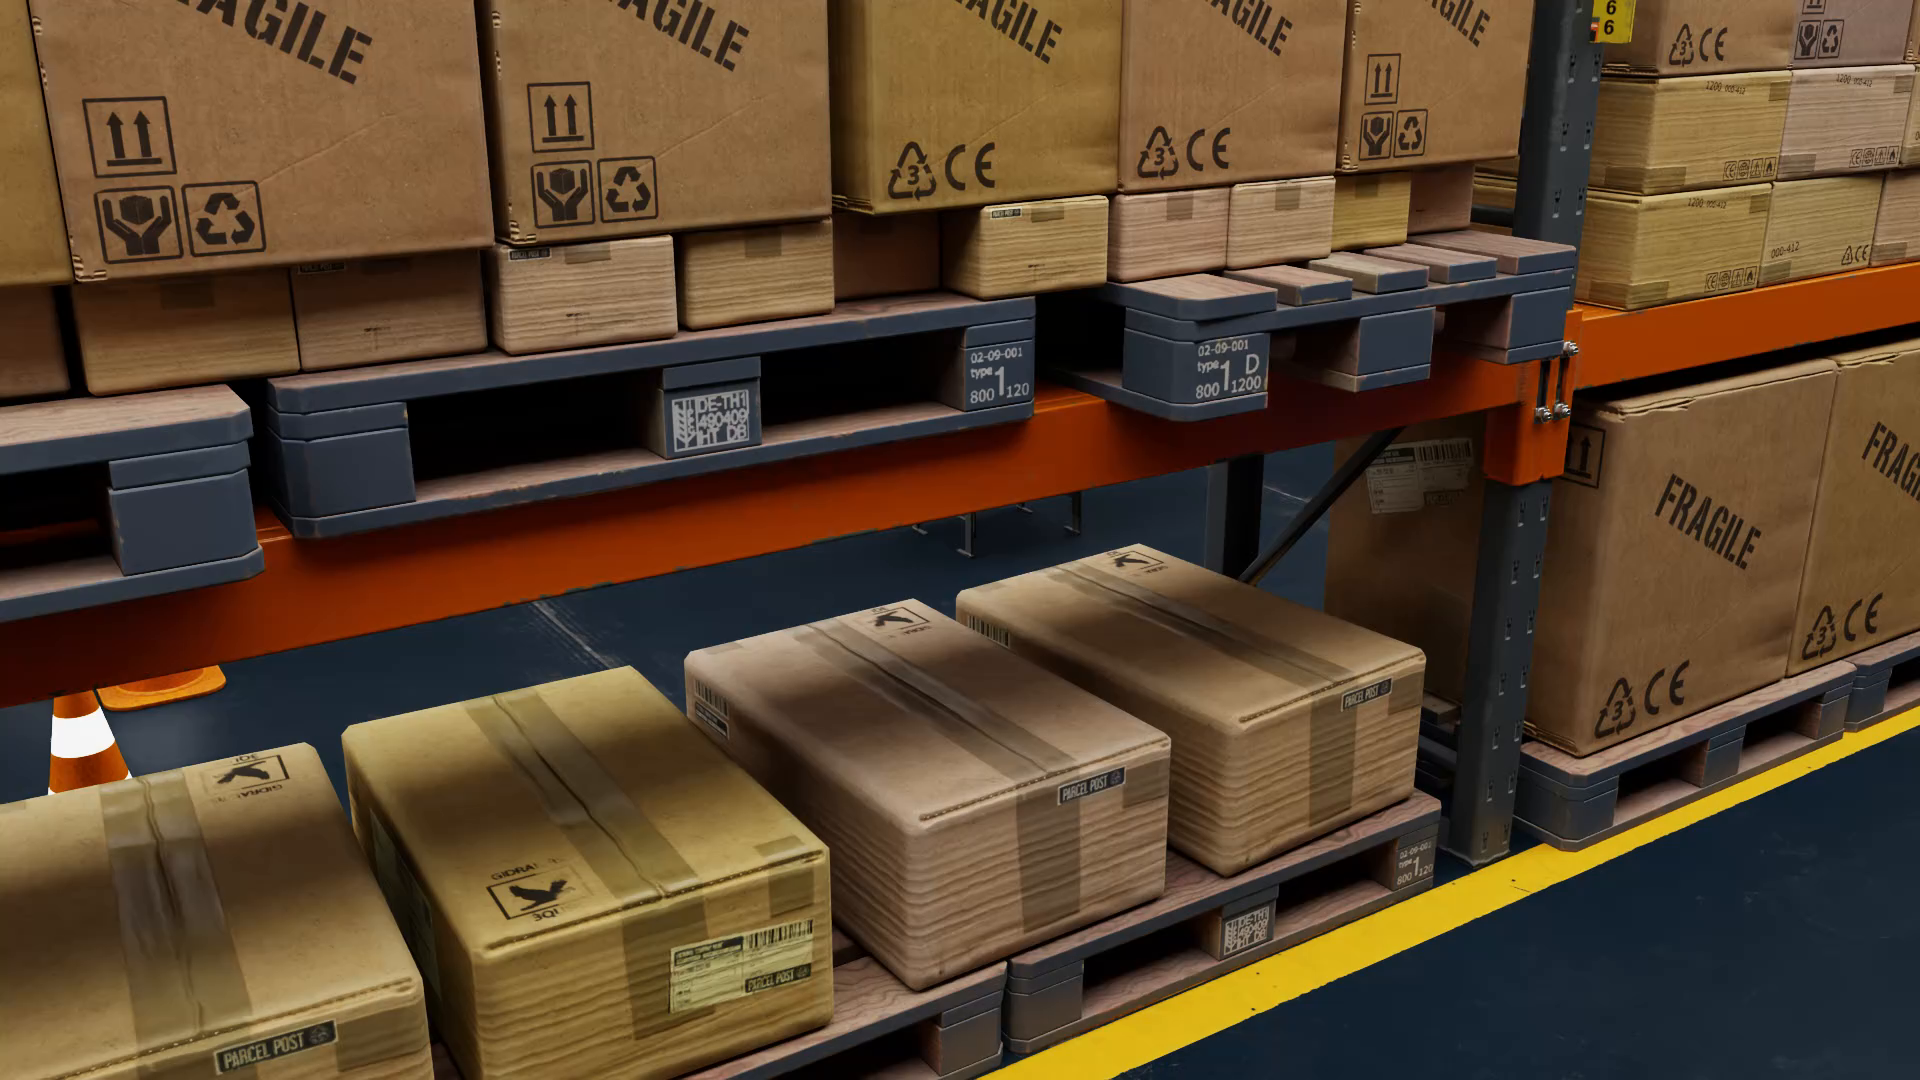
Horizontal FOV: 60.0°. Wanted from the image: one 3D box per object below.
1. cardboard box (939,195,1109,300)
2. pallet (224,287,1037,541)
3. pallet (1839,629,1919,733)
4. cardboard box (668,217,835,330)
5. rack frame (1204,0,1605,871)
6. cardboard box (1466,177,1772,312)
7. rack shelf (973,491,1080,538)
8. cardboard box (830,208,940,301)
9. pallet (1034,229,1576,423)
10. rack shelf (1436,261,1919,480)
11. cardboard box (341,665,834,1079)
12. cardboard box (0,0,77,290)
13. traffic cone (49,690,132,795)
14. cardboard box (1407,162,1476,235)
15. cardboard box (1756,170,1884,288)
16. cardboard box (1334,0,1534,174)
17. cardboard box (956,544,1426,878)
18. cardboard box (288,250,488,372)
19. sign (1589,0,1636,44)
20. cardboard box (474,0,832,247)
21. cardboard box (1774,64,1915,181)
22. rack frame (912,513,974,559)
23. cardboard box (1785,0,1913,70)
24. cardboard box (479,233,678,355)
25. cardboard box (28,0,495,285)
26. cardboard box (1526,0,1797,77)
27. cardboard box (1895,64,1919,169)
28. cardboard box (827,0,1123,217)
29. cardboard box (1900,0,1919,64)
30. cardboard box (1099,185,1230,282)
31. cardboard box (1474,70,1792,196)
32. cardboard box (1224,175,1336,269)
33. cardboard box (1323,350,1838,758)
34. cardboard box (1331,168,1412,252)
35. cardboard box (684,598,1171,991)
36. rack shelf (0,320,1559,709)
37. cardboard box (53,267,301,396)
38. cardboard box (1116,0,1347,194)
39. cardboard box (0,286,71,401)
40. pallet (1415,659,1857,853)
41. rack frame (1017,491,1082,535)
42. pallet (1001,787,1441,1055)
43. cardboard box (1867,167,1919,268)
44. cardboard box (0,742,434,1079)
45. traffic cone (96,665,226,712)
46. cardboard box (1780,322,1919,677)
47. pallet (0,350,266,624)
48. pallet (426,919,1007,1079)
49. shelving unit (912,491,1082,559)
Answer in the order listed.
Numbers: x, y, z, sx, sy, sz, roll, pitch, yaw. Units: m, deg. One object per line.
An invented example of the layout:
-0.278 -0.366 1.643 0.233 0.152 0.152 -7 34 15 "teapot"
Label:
0.042 -0.525 2.852 0.250 0.149 0.380 -11 22 -30 "cardboard box"
-0.638 -0.333 2.846 1.213 0.211 1.003 -12 22 -31 "pallet"
2.711 0.205 5.308 1.213 0.211 1.003 -12 22 -31 "pallet"
-0.402 -0.449 2.625 0.250 0.149 0.380 -13 22 -33 "cardboard box"
0.993 -0.784 3.879 0.127 3.000 1.000 -12 22 -31 "rack frame"
1.540 -0.731 3.959 0.500 0.250 0.500 -12 22 -32 "cardboard box"
0.138 -0.348 6.223 0.480 0.518 0.431 -12 22 -31 "rack shelf"
-0.237 -0.515 2.821 0.250 0.149 0.380 -12 22 -31 "cardboard box"
0.457 -0.539 3.454 1.003 0.211 1.213 -12 22 -31 "pallet"
2.664 -0.795 5.036 4.000 0.370 1.077 -12 22 -31 "rack shelf"
-0.733 0.623 3.165 0.625 0.372 0.950 -11 22 -30 "cardboard box"
-1.380 -0.560 1.943 0.500 0.500 0.500 -12 22 -31 "cardboard box"
-2.082 0.530 3.955 0.334 0.463 0.336 -12 22 -31 "traffic cone"
0.849 -0.743 3.495 0.250 0.149 0.380 -11 22 -29 "cardboard box"
1.959 -0.827 4.240 0.500 0.250 0.500 -13 22 -33 "cardboard box"
0.766 -1.016 3.291 0.500 0.500 0.500 -13 22 -33 "cardboard box"
0.516 0.359 3.946 0.625 0.372 0.950 -14 23 -35 "cardboard box"
-0.859 -0.361 2.365 0.250 0.149 0.380 -12 22 -31 "cardboard box"
1.300 -1.151 3.282 0.005 0.325 0.100 -12 22 -31 "sign"
-0.537 -0.737 2.466 0.500 0.500 0.500 -13 23 -34 "cardboard box"
1.984 -1.063 4.160 0.500 0.250 0.500 -11 22 -30 "cardboard box"
-0.066 -0.981 5.868 0.015 2.100 0.400 -12 22 -31 "rack frame"
1.949 -1.416 4.032 0.500 0.500 0.500 -12 22 -31 "cardboard box"
-0.608 -0.394 2.463 0.250 0.149 0.380 -11 22 -29 "cardboard box"
-0.960 -0.644 2.189 0.500 0.500 0.500 -12 22 -32 "cardboard box"
1.540 -1.326 3.766 0.500 0.500 0.500 -13 22 -33 "cardboard box"
2.408 -1.148 4.410 0.500 0.250 0.500 -12 22 -32 "cardboard box"
-0.080 -0.833 2.749 0.500 0.500 0.500 -14 23 -35 "cardboard box"
2.389 -1.503 4.290 0.500 0.500 0.500 -11 22 -30 "cardboard box"
0.264 -0.578 3.006 0.250 0.149 0.380 -13 23 -34 "cardboard box"
1.552 -0.973 3.891 0.500 0.250 0.500 -12 22 -32 "cardboard box"
0.479 -0.620 3.131 0.250 0.149 0.380 -12 22 -32 "cardboard box"
1.616 -0.075 4.446 0.875 0.875 0.875 -12 22 -32 "cardboard box"
0.665 -0.676 3.298 0.250 0.149 0.380 -12 22 -31 "cardboard box"
-0.096 0.491 3.555 0.625 0.372 0.950 -12 22 -32 "cardboard box"
-0.677 -0.090 2.952 4.000 0.370 1.077 -12 22 -31 "rack shelf"
-1.066 -0.318 2.238 0.250 0.149 0.380 -12 22 -31 "cardboard box"
0.341 -0.922 3.013 0.500 0.500 0.500 -12 22 -32 "cardboard box"
-1.304 -0.284 2.137 0.250 0.149 0.380 -10 21 -28 "cardboard box"
1.693 0.419 4.677 1.213 0.211 1.003 -12 22 -31 "pallet"
0.342 -1.067 6.122 0.015 2.100 0.400 -12 22 -31 "rack frame"
0.340 0.675 3.919 1.213 0.211 1.003 -12 22 -31 "pallet"
2.401 -0.917 4.509 0.500 0.250 0.500 -11 22 -30 "cardboard box"
-1.312 0.746 2.801 0.625 0.372 0.950 -10 21 -28 "cardboard box"
-2.390 0.211 4.897 0.334 0.463 0.336 -12 22 -31 "traffic cone"
2.363 -0.231 4.907 0.875 0.875 0.875 -12 22 -31 "cardboard box"
-1.629 -0.084 2.109 1.213 0.211 1.003 -12 22 -31 "pallet"
-0.678 0.888 3.288 1.213 0.211 1.003 -12 22 -31 "pallet"
0.138 -1.024 5.995 0.503 2.100 0.431 -12 22 -31 "shelving unit"
